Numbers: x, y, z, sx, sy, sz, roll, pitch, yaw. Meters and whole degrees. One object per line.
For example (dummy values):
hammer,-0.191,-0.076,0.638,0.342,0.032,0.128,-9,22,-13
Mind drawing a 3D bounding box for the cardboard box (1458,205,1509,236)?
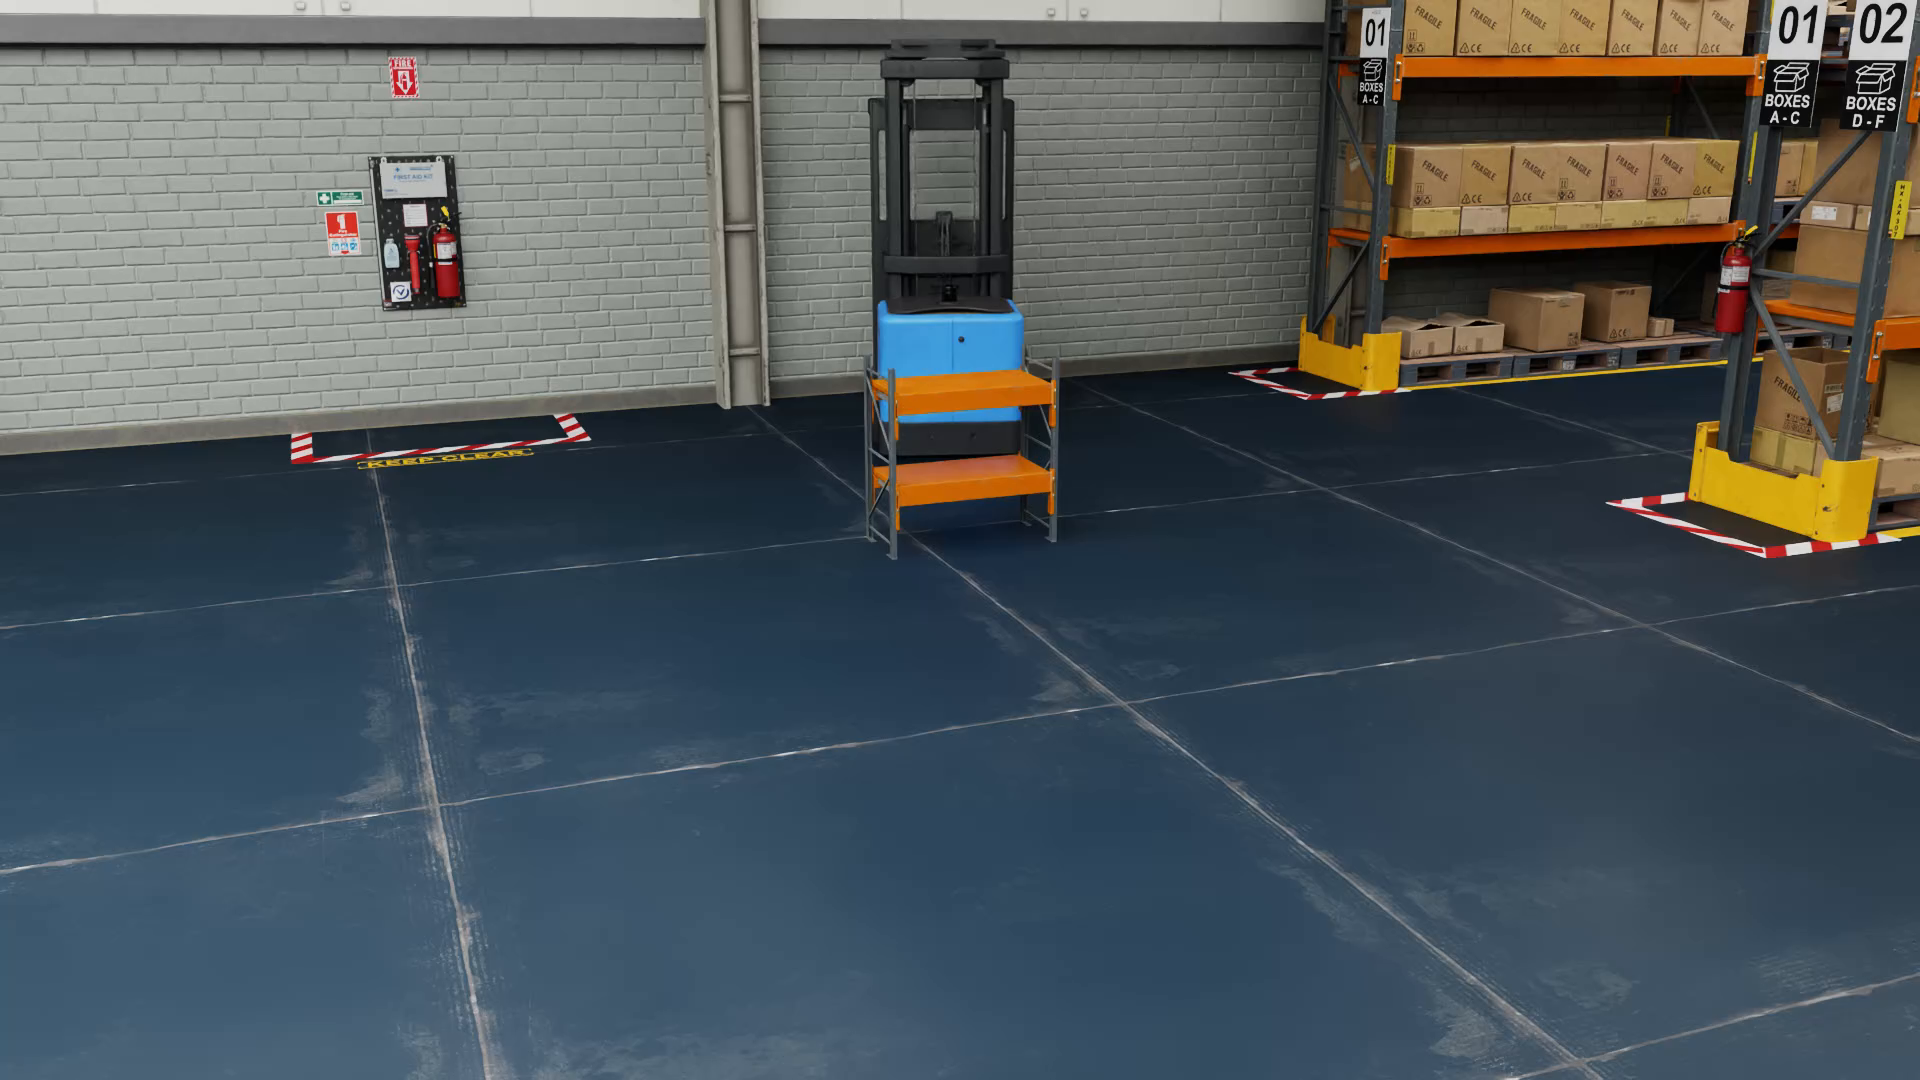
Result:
cardboard box,4.483,-2.853,14.721,0.500,0.250,0.500,-7,18,-22

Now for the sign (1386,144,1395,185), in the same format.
sign,3.628,-3.166,14.021,0.005,0.325,0.100,-6,17,-20

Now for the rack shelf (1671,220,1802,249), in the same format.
rack shelf,9.036,-3.153,16.790,4.000,0.370,1.077,-6,17,-20

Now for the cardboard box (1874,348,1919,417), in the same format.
cardboard box,6.532,-1.070,11.221,0.500,0.500,0.500,-6,17,-20

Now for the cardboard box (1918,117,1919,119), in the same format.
cardboard box,6.189,-2.365,10.347,0.500,0.500,0.700,-7,18,-22

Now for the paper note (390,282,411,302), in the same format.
paper note,-4.336,-1.925,12.895,0.142,0.148,0.016,-6,17,-20

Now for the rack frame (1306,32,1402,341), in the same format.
rack frame,3.434,-2.894,14.629,0.127,3.000,1.000,-6,17,-20

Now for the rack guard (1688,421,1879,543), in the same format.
rack guard,5.187,-0.389,10.536,0.348,0.500,1.175,-6,17,-20

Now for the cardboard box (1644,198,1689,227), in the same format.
cardboard box,6.367,-3.059,15.422,0.500,0.250,0.500,-6,17,-20

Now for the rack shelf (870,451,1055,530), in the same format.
rack shelf,0.006,-0.306,10.011,1.000,0.278,0.538,-6,17,-20

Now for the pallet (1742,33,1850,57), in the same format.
pallet,7.783,-4.680,15.722,1.003,0.211,1.213,-6,17,-20

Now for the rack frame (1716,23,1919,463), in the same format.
rack frame,5.210,-1.591,10.192,0.127,3.000,1.000,-6,17,-20

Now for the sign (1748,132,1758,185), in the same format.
sign,5.028,-2.404,10.486,0.005,0.325,0.100,-6,17,-20

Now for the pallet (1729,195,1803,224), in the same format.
pallet,7.934,-3.244,16.161,1.213,0.211,1.003,-6,17,-20

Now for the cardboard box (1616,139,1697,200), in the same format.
cardboard box,6.374,-3.414,15.299,0.500,0.500,0.500,-6,17,-20

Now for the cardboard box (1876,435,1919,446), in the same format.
cardboard box,6.256,-0.520,10.680,0.500,0.250,0.500,-6,17,-20

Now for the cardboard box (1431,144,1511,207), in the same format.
cardboard box,4.452,-3.207,14.597,0.500,0.500,0.500,-6,17,-20

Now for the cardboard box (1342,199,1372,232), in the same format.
cardboard box,3.801,-2.929,14.981,0.500,0.250,0.500,-6,17,-19

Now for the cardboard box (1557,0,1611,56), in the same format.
cardboard box,5.326,-4.516,14.617,0.500,0.500,0.500,-5,17,-17

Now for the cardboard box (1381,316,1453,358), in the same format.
cardboard box,4.112,-1.861,15.102,0.500,0.311,0.500,-8,18,-26

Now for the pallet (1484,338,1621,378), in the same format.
pallet,5.413,-1.758,15.710,1.213,0.211,1.003,-6,17,-20

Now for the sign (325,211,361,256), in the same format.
sign,-4.700,-2.336,12.667,0.234,0.329,0.001,-6,17,-20

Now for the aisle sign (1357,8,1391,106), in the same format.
aisle sign,3.474,-4.055,13.969,0.004,0.787,0.394,-6,17,-20

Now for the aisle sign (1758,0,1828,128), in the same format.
aisle sign,5.043,-2.909,10.066,0.004,0.787,0.394,-6,17,-20

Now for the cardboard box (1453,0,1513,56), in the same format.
cardboard box,4.350,-4.403,14.232,0.500,0.500,0.500,-5,17,-16

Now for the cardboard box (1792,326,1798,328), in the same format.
cardboard box,8.315,-2.453,16.782,0.500,0.500,0.700,-7,18,-21

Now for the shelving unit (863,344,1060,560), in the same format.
shelving unit,0.006,-0.540,9.942,1.048,1.125,0.538,-6,17,-20

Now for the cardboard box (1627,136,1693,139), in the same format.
cardboard box,6.655,-3.602,15.940,0.500,0.500,0.500,-7,18,-21

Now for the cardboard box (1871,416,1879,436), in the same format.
cardboard box,6.067,-0.658,11.151,0.500,0.250,0.500,-6,17,-20

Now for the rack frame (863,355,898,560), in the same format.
rack frame,-0.468,-0.489,9.768,0.032,1.125,0.500,-6,17,-20

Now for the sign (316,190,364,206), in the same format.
sign,-4.692,-2.589,12.586,0.331,0.109,0.001,-6,17,-20

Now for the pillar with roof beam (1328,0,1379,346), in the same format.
pillar with roof beam,5.318,-4.938,10.942,0.400,9.000,9.100,-6,17,-20

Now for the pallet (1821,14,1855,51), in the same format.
pallet,5.879,-3.052,10.001,1.213,0.211,1.003,-6,17,-20

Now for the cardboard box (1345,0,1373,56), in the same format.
cardboard box,3.733,-4.499,14.559,0.500,0.500,0.500,-5,17,-16

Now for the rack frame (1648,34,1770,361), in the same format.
rack frame,7.169,-3.297,16.002,0.127,3.000,1.000,-6,17,-20

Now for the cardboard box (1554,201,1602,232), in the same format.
cardboard box,5.433,-2.953,15.062,0.500,0.250,0.500,-6,17,-20

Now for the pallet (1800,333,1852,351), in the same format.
pallet,9.036,-2.162,17.086,1.213,0.211,1.003,-6,17,-20

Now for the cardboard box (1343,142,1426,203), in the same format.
cardboard box,3.798,-3.295,14.894,0.500,0.500,0.500,-6,18,-21

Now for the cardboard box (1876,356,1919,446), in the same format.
cardboard box,6.256,-0.879,10.572,0.500,0.500,0.500,-6,17,-20

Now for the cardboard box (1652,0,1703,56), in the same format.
cardboard box,6.309,-4.630,15.005,0.500,0.500,0.500,-8,18,-25

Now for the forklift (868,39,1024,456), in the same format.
forklift,-0.152,-2.370,12.965,1.130,2.935,3.031,-1,16,-4

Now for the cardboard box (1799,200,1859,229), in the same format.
cardboard box,5.498,-2.039,10.388,0.250,0.149,0.380,-6,18,-21

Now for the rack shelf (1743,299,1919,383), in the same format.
rack shelf,7.077,-1.447,10.980,4.000,0.370,1.077,-6,17,-20

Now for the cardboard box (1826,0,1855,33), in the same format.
cardboard box,8.283,-4.991,15.860,0.500,0.311,0.500,-6,17,-18

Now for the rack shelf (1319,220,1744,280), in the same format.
rack shelf,5.301,-2.750,15.417,4.000,0.370,1.077,-6,17,-20

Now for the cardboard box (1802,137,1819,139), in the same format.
cardboard box,8.784,-3.727,16.510,0.500,0.500,0.700,-4,17,-12

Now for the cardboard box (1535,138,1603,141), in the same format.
cardboard box,5.703,-3.502,15.600,0.500,0.500,0.500,-6,17,-19

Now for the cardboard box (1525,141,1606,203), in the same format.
cardboard box,5.414,-3.313,14.956,0.500,0.500,0.500,-6,17,-18

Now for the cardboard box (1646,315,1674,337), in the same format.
cardboard box,6.680,-2.087,16.129,0.250,0.166,0.380,-9,18,-27

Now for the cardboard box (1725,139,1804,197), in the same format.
cardboard box,7.656,-3.598,16.070,0.500,0.500,0.700,-6,17,-20

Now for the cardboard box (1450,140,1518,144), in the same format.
cardboard box,4.752,-3.396,15.239,0.500,0.500,0.500,-7,18,-22

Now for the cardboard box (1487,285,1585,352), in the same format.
cardboard box,5.347,-2.070,15.479,0.500,0.500,0.700,-7,18,-24

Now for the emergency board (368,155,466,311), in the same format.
emergency board,-4.146,-2.348,12.770,0.643,1.169,0.194,-6,17,-20
